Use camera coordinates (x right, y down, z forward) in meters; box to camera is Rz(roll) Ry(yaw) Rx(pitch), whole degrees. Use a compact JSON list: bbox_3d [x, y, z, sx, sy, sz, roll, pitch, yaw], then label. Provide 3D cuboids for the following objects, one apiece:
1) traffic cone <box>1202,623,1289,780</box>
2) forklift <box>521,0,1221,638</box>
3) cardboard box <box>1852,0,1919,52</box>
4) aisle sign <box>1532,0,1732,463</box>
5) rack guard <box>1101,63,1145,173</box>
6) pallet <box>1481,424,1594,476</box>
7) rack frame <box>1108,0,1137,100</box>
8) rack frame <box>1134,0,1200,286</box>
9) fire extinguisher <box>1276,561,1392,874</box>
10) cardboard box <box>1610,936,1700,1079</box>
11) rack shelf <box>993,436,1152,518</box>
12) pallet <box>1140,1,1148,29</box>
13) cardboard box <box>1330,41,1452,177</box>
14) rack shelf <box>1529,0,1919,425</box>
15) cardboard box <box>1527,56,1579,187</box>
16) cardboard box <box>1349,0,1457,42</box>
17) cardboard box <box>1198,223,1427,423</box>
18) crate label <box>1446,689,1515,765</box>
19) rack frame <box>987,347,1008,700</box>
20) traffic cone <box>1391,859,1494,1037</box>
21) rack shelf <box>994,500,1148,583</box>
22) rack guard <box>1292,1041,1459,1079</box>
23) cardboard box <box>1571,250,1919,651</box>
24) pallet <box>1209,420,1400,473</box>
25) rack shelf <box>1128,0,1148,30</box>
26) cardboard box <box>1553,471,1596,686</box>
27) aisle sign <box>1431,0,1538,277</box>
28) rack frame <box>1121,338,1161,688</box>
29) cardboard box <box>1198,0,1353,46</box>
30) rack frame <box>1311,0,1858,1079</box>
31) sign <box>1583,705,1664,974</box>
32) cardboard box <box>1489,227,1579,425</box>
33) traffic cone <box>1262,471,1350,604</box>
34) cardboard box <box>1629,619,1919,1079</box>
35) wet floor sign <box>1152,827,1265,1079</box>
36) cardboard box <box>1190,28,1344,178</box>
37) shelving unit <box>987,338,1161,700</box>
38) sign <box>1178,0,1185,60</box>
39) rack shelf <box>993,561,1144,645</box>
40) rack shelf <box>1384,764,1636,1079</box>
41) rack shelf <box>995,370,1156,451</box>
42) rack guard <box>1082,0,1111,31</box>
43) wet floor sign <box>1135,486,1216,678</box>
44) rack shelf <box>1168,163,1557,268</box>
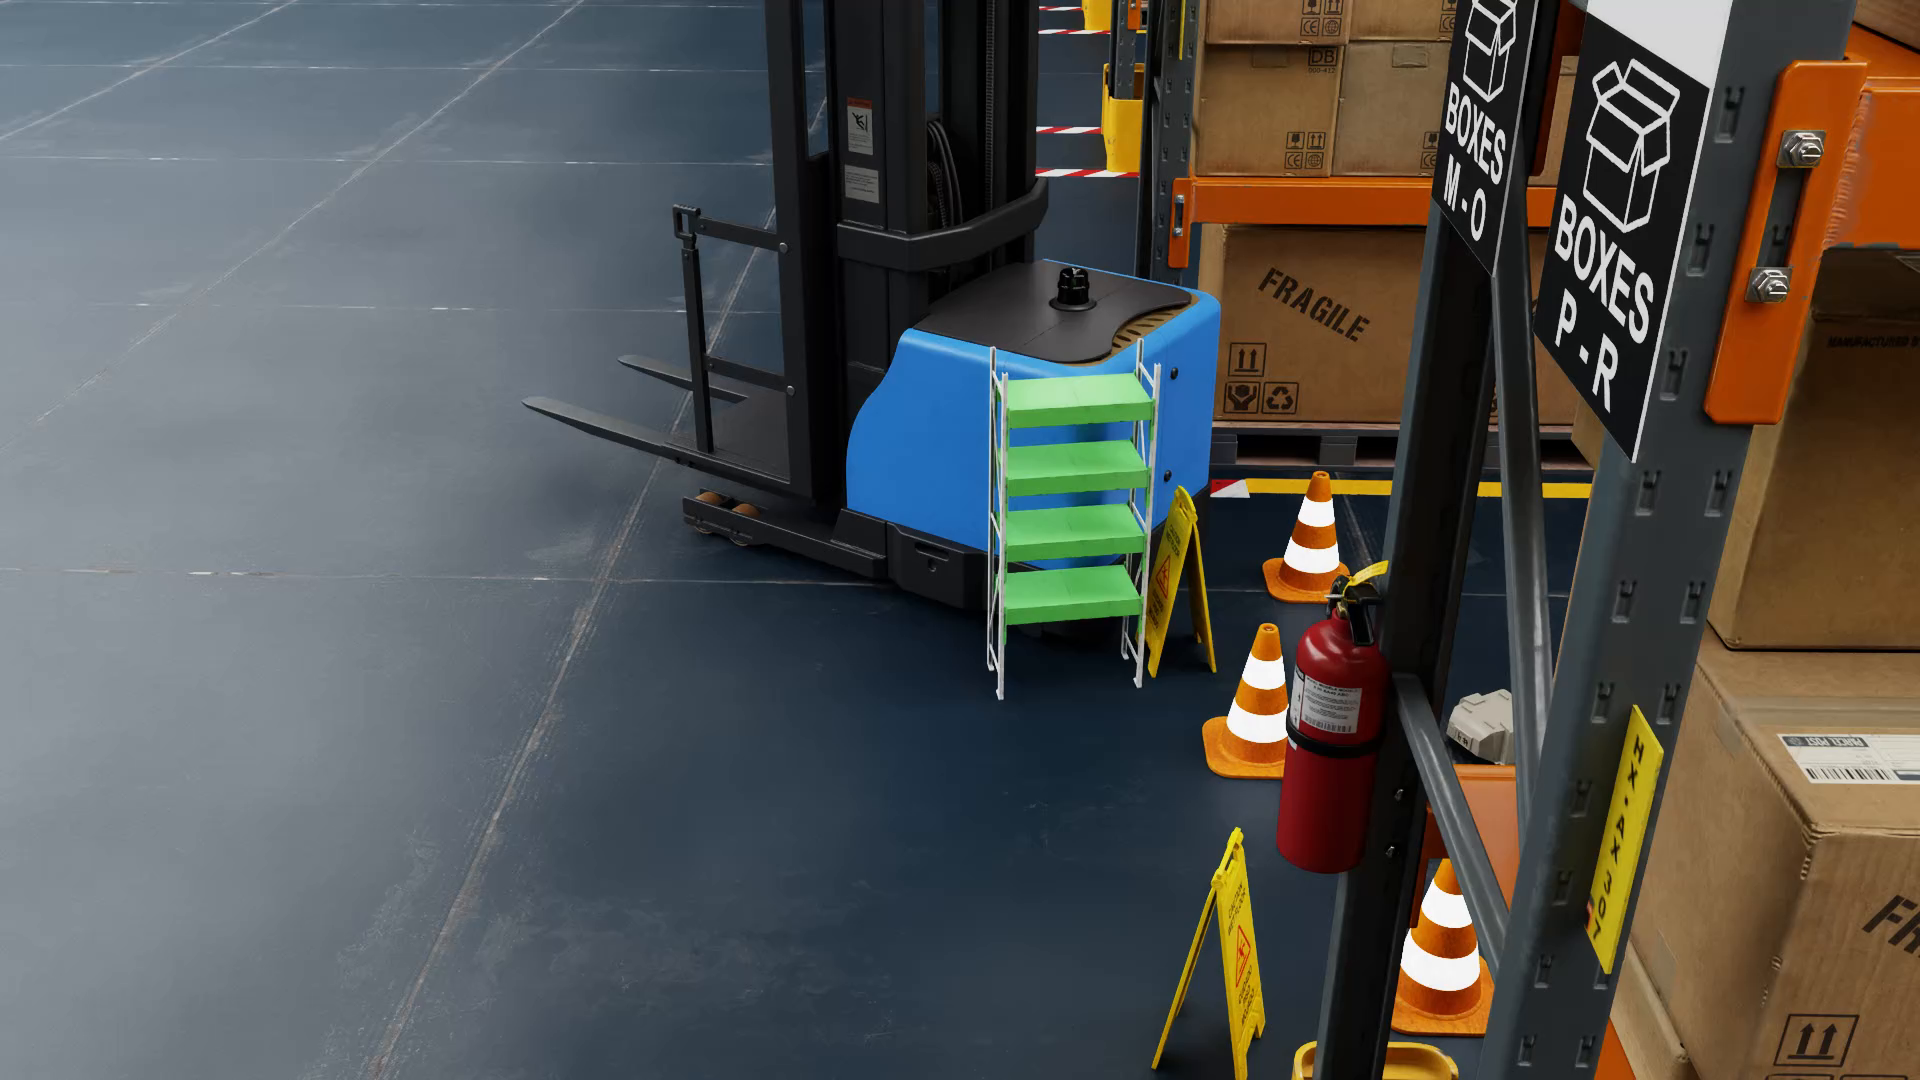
[{"bbox_3d":[0.970,0.481,5.348,0.334,0.463,0.336,1,28,2],"label":"traffic cone"},{"bbox_3d":[-0.523,-1.458,6.371,3.031,2.935,1.130,17,32,29],"label":"forklift"},{"bbox_3d":[1.116,-0.574,1.696,0.250,0.149,0.380,1,28,2],"label":"cardboard box"},{"bbox_3d":[0.723,-0.522,1.757,0.004,0.787,0.394,1,28,2],"label":"aisle sign"},{"bbox_3d":[1.221,-3.050,11.971,0.348,0.500,1.175,1,28,2],"label":"rack guard"},{"bbox_3d":[2.887,-0.606,7.668,1.213,0.211,1.003,1,28,2],"label":"pallet"},{"bbox_3d":[1.145,-4.156,11.388,0.127,3.000,1.000,1,28,2],"label":"rack frame"},{"bbox_3d":[0.869,-1.836,7.011,0.127,3.000,1.000,1,28,2],"label":"rack frame"},{"bbox_3d":[0.697,0.299,3.066,0.183,0.674,0.296,1,28,2],"label":"fire extinguisher"},{"bbox_3d":[1.128,0.696,2.503,0.250,0.149,0.380,1,28,2],"label":"cardboard box"},{"bbox_3d":[0.364,-0.210,5.489,0.480,0.148,0.258,-4,28,-8],"label":"rack shelf"},{"bbox_3d":[2.209,-5.247,16.423,1.213,0.211,1.003,1,28,2],"label":"pallet"},{"bbox_3d":[1.792,-1.919,7.007,0.550,0.550,0.875,1,28,2],"label":"cardboard box"},{"bbox_3d":[2.794,-0.492,2.041,4.000,0.370,1.077,1,28,2],"label":"rack shelf"},{"bbox_3d":[2.347,-1.851,6.878,0.550,0.550,0.875,1,28,2],"label":"cardboard box"},{"bbox_3d":[1.792,-2.389,6.742,0.550,0.550,0.875,1,28,2],"label":"cardboard box"},{"bbox_3d":[1.549,-1.103,7.448,0.875,0.875,0.875,1,28,2],"label":"cardboard box"},{"bbox_3d":[1.758,0.609,5.454,0.298,0.136,0.250,-14,31,-24],"label":"crate label"},{"bbox_3d":[0.123,-0.037,5.538,0.015,1.200,0.240,-4,28,-8],"label":"rack frame"},{"bbox_3d":[1.271,1.007,4.357,0.334,0.463,0.336,1,28,2],"label":"traffic cone"},{"bbox_3d":[0.364,0.002,5.601,0.480,0.148,0.258,-4,28,-8],"label":"rack shelf"},{"bbox_3d":[0.871,1.588,3.220,0.348,0.500,1.175,1,28,2],"label":"rack guard"},{"bbox_3d":[1.314,-0.229,2.487,0.500,0.500,0.700,0,28,1],"label":"cardboard box"},{"bbox_3d":[1.671,-0.627,7.708,1.213,0.211,1.003,1,28,2],"label":"pallet"},{"bbox_3d":[3.144,-3.805,11.494,4.000,0.370,1.077,1,28,2],"label":"rack shelf"},{"bbox_3d":[1.348,0.187,2.770,0.500,0.500,0.500,0,28,1],"label":"cardboard box"},{"bbox_3d":[0.744,-0.803,2.286,0.004,0.787,0.394,1,28,2],"label":"aisle sign"},{"bbox_3d":[0.606,-0.072,5.605,0.015,1.200,0.240,-4,28,-8],"label":"rack frame"},{"bbox_3d":[1.239,-2.355,6.677,0.550,0.550,0.875,1,28,2],"label":"cardboard box"},{"bbox_3d":[0.795,0.484,2.634,0.053,2.616,0.949,1,28,2],"label":"rack frame"},{"bbox_3d":[0.777,0.354,1.955,0.005,0.325,0.100,1,28,2],"label":"sign"},{"bbox_3d":[2.429,-1.089,7.422,0.875,0.875,0.875,1,28,1],"label":"cardboard box"},{"bbox_3d":[1.350,-0.042,6.335,0.334,0.463,0.336,1,28,2],"label":"traffic cone"},{"bbox_3d":[1.259,0.445,2.284,0.500,0.500,0.500,1,28,1],"label":"cardboard box"},{"bbox_3d":[0.643,1.019,4.139,0.232,0.644,0.267,11,30,19],"label":"wet floor sign"},{"bbox_3d":[1.242,-1.917,7.004,0.550,0.550,0.875,1,28,2],"label":"cardboard box"},{"bbox_3d":[0.364,-0.054,5.571,0.503,1.200,0.258,-4,28,-8],"label":"shelving unit"},{"bbox_3d":[0.844,-1.994,6.300,0.005,0.325,0.100,1,28,2],"label":"sign"},{"bbox_3d":[0.364,0.214,5.714,0.480,0.148,0.258,-4,28,-8],"label":"rack shelf"},{"bbox_3d":[2.794,0.833,2.743,4.000,0.370,1.077,1,28,2],"label":"rack shelf"},{"bbox_3d":[0.364,-0.422,5.377,0.480,0.148,0.258,-4,28,-8],"label":"rack shelf"},{"bbox_3d":[1.398,-5.391,16.386,0.348,0.500,1.175,1,28,2],"label":"rack guard"},{"bbox_3d":[0.770,0.130,5.815,0.232,0.644,0.267,-4,28,-7],"label":"wet floor sign"},{"bbox_3d":[2.868,-1.485,7.117,4.000,0.370,1.077,1,28,2],"label":"rack shelf"}]
